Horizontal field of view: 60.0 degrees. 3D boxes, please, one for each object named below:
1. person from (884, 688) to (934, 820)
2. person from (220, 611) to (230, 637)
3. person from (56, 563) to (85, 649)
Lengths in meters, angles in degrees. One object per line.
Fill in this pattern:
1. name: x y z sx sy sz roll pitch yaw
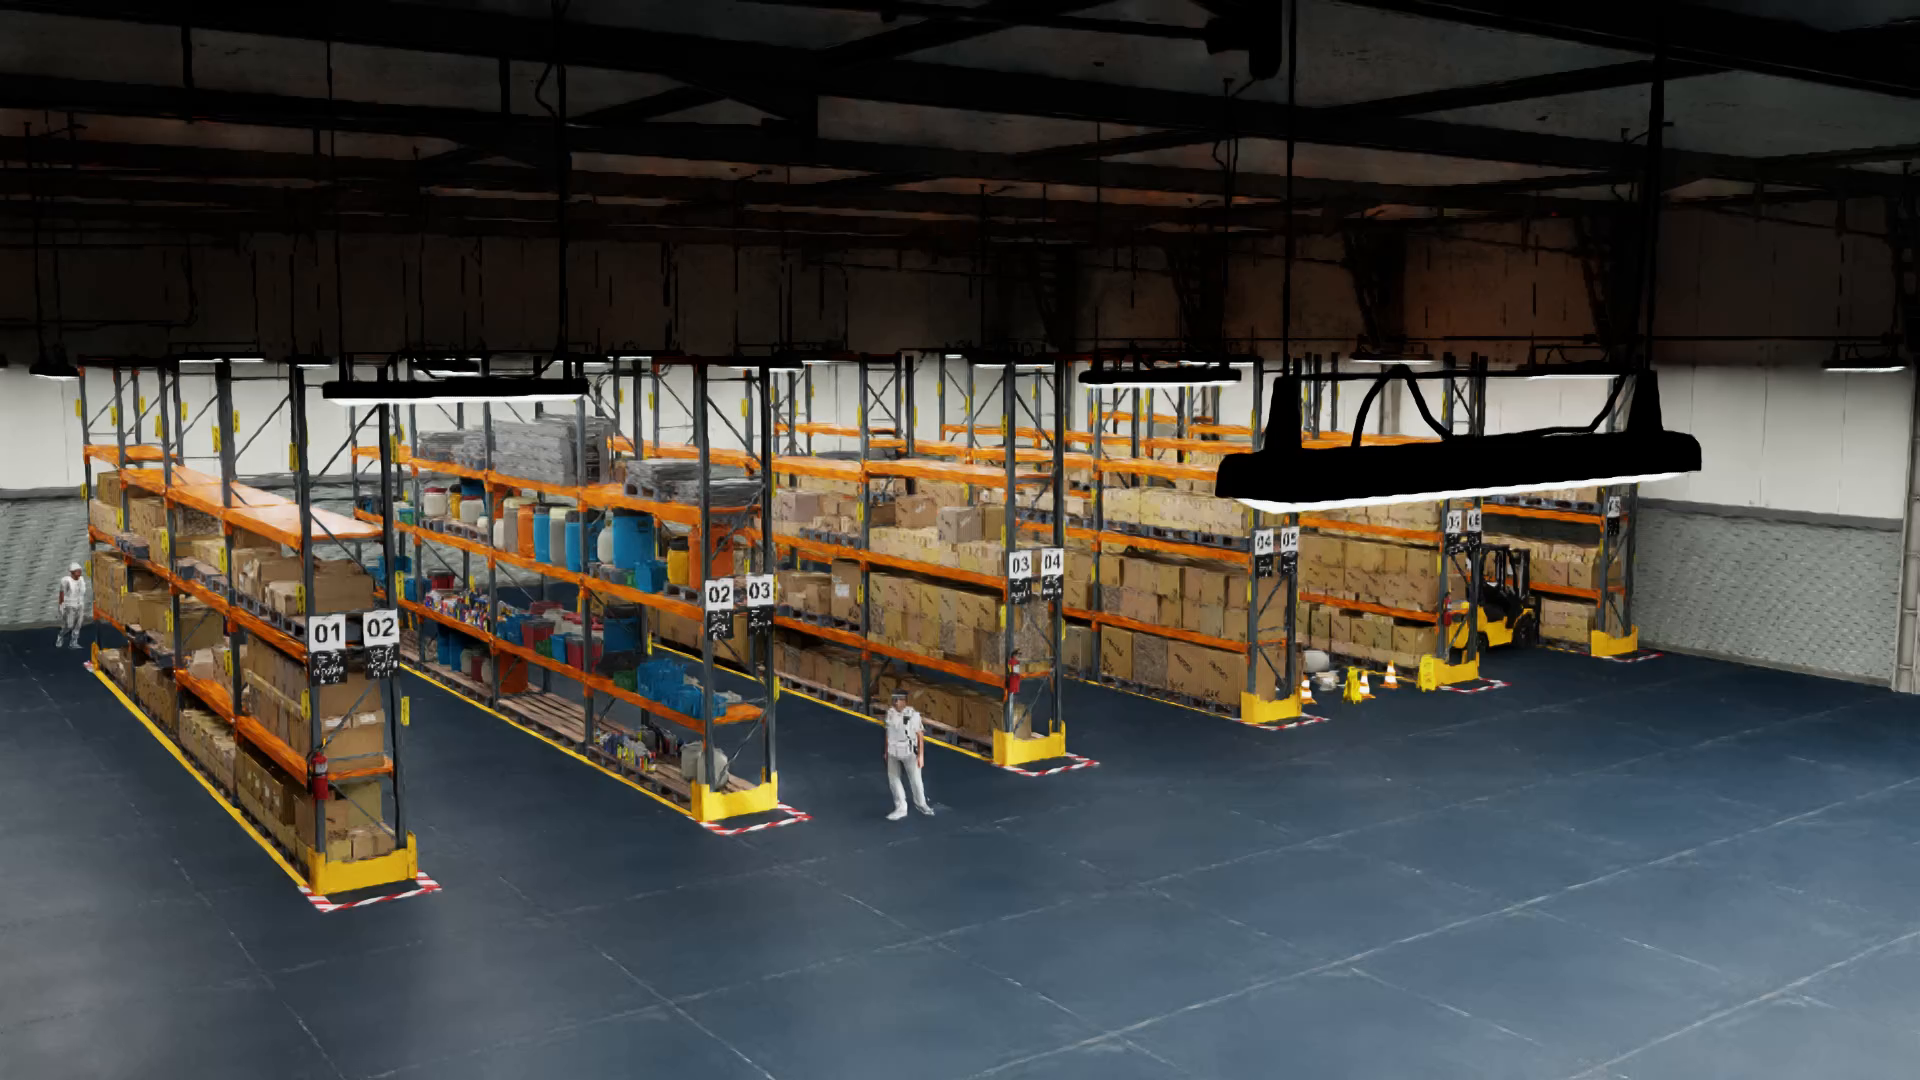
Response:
1. person: -0.701 2.806 22.043 0.656 1.748 0.569 3 8 26
2. person: -13.700 1.781 31.250 0.417 1.517 1.037 -4 8 -33
3. person: -18.136 1.347 33.916 0.570 1.777 0.603 2 7 19
